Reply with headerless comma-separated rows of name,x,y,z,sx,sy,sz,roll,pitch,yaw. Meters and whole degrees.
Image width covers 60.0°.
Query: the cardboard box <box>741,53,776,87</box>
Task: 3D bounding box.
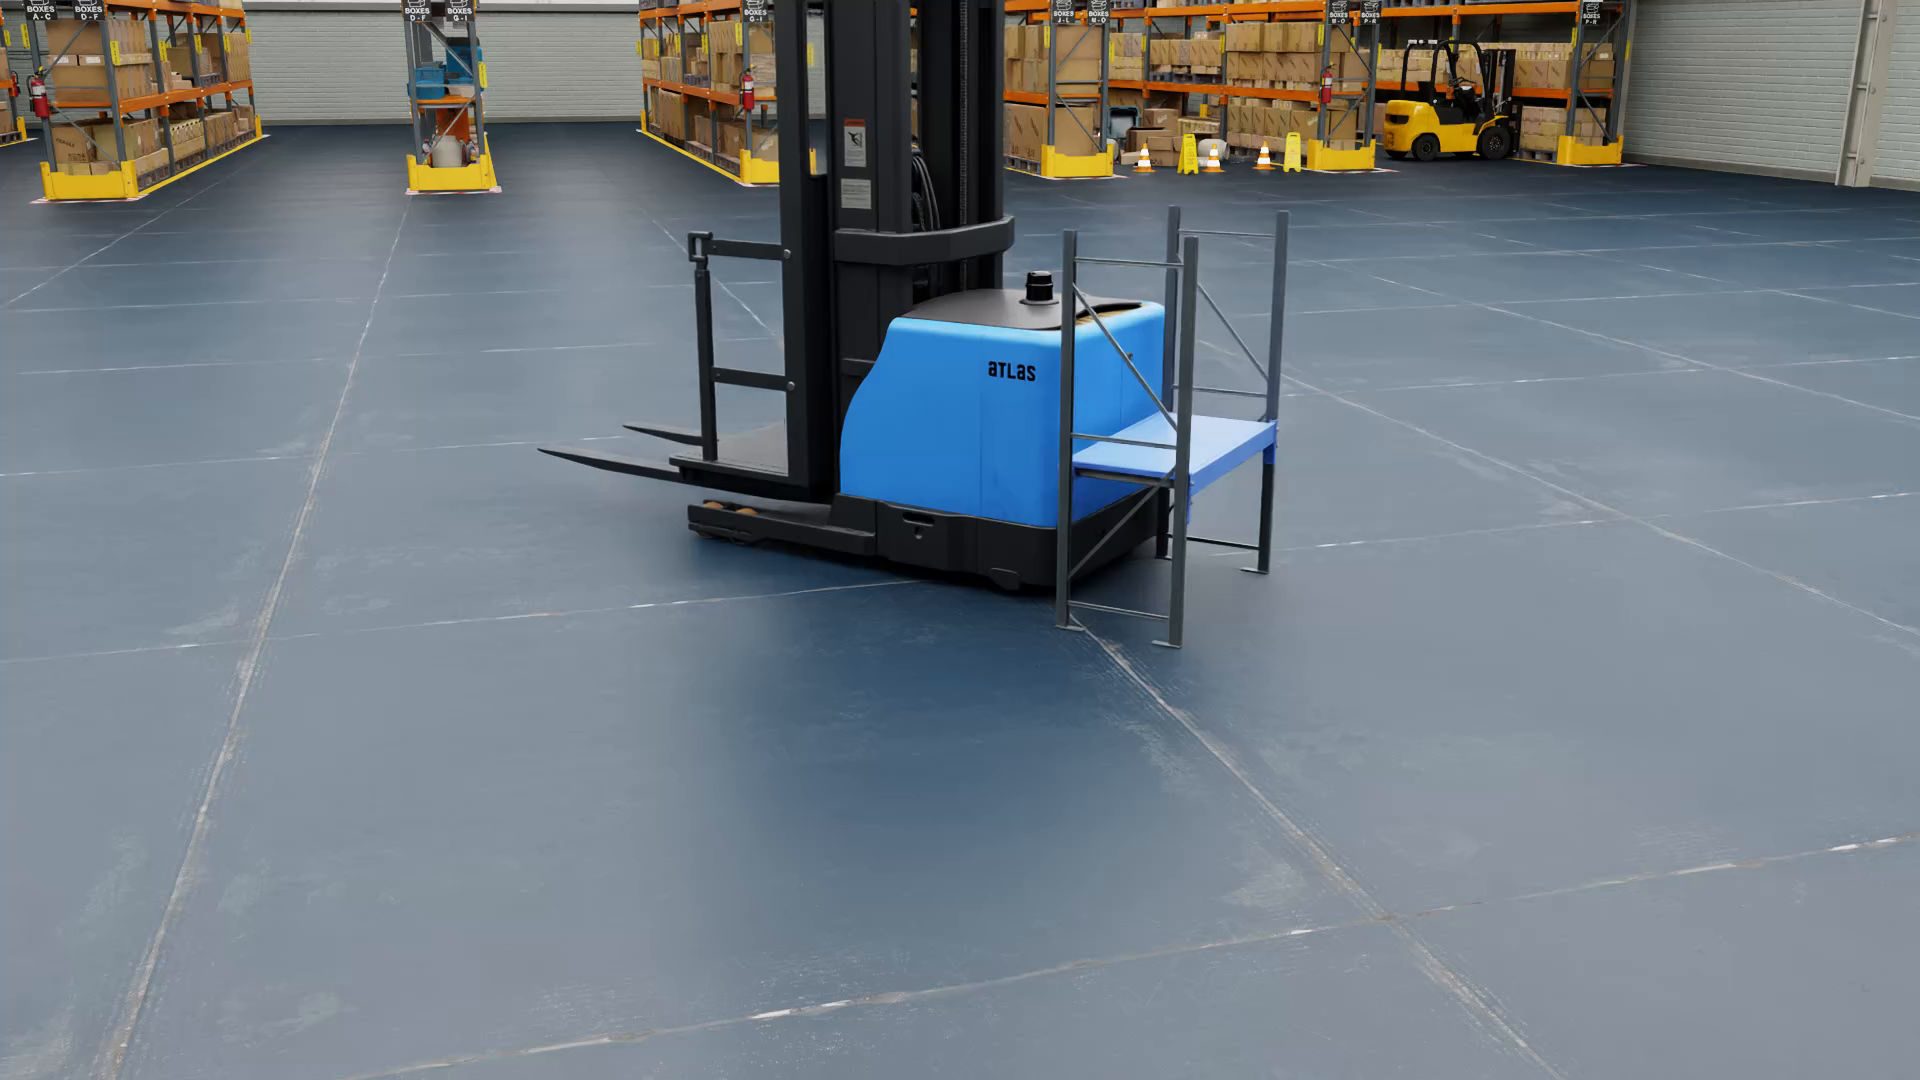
cardboard box,-2.989,-7.463,26.393,0.875,0.500,0.500,-5,17,-15

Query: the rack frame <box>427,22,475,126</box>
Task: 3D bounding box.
rack frame,-12.024,-11.153,39.366,1.000,3.000,0.127,-5,17,-15

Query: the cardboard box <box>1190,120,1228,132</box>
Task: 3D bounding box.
cardboard box,5.217,-8.294,33.689,0.950,0.372,0.625,-4,17,-12

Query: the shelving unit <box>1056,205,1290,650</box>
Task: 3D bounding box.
shelving unit,0.834,-0.482,6.450,0.538,1.500,1.048,9,19,27

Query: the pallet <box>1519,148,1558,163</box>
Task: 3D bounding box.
pallet,11.185,-7.168,30.949,1.003,0.211,1.213,-5,17,-15

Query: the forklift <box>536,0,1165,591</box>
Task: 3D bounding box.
forklift,-0.623,-1.496,7.336,3.031,2.935,1.130,10,19,30

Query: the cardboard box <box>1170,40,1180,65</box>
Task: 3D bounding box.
cardboard box,4.669,-10.074,34.353,0.500,0.500,0.500,-4,17,-14

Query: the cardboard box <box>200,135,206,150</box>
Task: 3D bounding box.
cardboard box,-14.210,-7.307,30.614,0.500,0.250,0.500,-4,17,-14

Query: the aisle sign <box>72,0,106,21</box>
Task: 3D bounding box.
aisle sign,-12.078,-7.587,22.978,0.394,0.787,0.004,-5,17,-15

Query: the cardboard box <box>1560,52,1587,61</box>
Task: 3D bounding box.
cardboard box,11.071,-8.728,29.992,0.380,0.149,0.250,-4,17,-14

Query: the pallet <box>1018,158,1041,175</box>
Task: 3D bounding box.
pallet,1.637,-6.362,28.265,1.003,0.211,1.213,-5,17,-15

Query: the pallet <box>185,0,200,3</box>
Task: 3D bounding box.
pallet,-14.316,-9.715,29.693,1.213,0.211,1.003,-4,17,-13

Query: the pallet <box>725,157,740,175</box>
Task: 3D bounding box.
pallet,-3.406,-6.368,28.286,1.003,0.211,1.213,-5,17,-15

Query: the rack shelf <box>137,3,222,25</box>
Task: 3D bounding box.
rack shelf,-15.138,-10.194,32.213,1.077,0.370,4.000,-5,17,-15

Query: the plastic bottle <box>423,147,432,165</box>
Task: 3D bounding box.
plastic bottle,-8.596,-6.178,26.776,0.152,0.276,0.135,-5,17,-15

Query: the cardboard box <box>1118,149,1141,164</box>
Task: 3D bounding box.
cardboard box,3.076,-6.950,30.127,0.396,0.266,0.258,-2,17,-6

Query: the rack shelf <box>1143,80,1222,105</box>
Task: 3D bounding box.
rack shelf,5.015,-9.217,34.173,1.077,0.370,4.000,-5,17,-15

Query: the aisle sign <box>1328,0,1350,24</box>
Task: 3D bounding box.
aisle sign,6.402,-9.107,28.037,0.394,0.787,0.004,-5,17,-15

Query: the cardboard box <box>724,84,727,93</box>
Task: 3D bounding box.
cardboard box,-3.769,-7.607,28.001,0.380,0.149,0.250,-5,17,-15

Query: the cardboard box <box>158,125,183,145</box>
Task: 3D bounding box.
cardboard box,-13.496,-6.868,28.178,0.500,0.311,0.500,-5,17,-16

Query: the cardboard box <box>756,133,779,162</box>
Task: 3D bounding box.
cardboard box,-3.020,-6.296,26.815,0.500,0.500,0.500,-1,17,-5

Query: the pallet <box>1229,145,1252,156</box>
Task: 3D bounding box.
pallet,5.783,-7.490,32.020,1.003,0.211,1.213,-5,17,-15

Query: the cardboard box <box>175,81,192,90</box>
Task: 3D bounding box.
cardboard box,-14.076,-8.202,29.980,0.380,0.149,0.250,-5,17,-15

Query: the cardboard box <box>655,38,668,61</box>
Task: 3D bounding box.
cardboard box,-6.546,-10.974,37.210,0.500,0.500,0.500,-4,17,-14

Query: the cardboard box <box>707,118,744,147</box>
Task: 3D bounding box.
cardboard box,-4.379,-7.698,31.446,0.700,0.500,0.500,-6,18,-20

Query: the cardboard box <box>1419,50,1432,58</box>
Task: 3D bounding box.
cardboard box,9.724,-10.041,34.365,0.380,0.149,0.250,-5,18,-17

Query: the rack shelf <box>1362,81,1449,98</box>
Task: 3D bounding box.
rack shelf,9.787,-9.611,35.483,1.077,0.370,4.000,-5,17,-15

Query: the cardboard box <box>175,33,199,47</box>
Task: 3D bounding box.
cardboard box,-16.076,-10.302,34.622,0.500,0.500,0.500,-5,17,-15

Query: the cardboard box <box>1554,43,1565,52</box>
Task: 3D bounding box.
cardboard box,11.037,-8.945,30.197,0.380,0.149,0.250,-5,17,-15

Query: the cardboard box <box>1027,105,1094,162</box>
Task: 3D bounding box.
cardboard box,1.683,-6.849,28.001,0.875,0.875,0.875,-5,17,-15

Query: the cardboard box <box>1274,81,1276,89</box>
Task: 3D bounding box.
cardboard box,5.954,-8.293,30.281,0.380,0.149,0.250,-5,17,-15

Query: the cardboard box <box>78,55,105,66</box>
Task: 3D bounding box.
cardboard box,-12.291,-6.820,23.642,0.380,0.149,0.250,-5,17,-16

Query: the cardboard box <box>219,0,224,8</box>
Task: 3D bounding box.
cardboard box,-15.584,-11.174,34.485,0.500,0.250,0.500,-5,17,-15

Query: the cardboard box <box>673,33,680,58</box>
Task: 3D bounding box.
cardboard box,-5.615,-10.429,35.038,0.797,0.503,0.637,-4,17,-13

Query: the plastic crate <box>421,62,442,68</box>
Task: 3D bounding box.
plastic crate,-9.675,-8.499,30.421,0.402,0.464,0.583,-5,17,-15

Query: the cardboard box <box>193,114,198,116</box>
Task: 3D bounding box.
cardboard box,-15.502,-8.231,33.219,0.500,0.500,0.500,-4,17,-15

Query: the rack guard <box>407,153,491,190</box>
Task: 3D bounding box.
rack guard,-7.693,-5.547,25.050,1.175,0.500,0.348,-5,17,-15

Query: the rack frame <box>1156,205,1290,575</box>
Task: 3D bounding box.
rack frame,1.074,-0.611,6.879,0.500,1.500,0.032,9,19,27

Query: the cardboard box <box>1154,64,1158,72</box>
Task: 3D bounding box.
cardboard box,4.376,-10.091,35.539,0.380,0.149,0.250,-6,18,-18

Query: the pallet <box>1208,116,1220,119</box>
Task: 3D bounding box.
pallet,7.279,-11.144,44.185,1.003,0.211,1.213,-5,17,-15

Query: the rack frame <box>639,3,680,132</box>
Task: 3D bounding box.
rack frame,-7.261,-11.544,40.670,1.000,3.000,0.127,-5,17,-15

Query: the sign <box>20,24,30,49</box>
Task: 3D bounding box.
sign,-12.916,-6.965,23.001,0.100,0.325,0.005,-5,17,-15

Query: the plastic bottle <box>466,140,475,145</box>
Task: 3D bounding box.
plastic bottle,-8.272,-6.620,28.116,0.144,0.351,0.185,-5,17,-17

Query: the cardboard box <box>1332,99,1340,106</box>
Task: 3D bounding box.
cardboard box,8.753,-10.013,38.058,0.380,0.149,0.250,-6,18,-18

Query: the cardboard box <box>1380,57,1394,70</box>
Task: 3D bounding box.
cardboard box,9.387,-10.249,35.750,0.500,0.250,0.500,-5,17,-17

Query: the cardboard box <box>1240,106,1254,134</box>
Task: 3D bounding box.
cardboard box,5.626,-7.920,31.351,0.500,0.500,0.500,-4,17,-13

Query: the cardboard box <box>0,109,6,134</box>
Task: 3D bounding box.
cardboard box,-21.123,-9.049,35.979,0.700,0.500,0.500,-5,17,-15

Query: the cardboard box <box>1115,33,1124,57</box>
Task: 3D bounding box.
cardboard box,3.793,-11.043,37.090,0.500,0.500,0.500,-5,17,-15

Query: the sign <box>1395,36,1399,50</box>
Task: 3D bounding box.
sign,9.770,-11.108,37.204,0.100,0.325,0.005,-5,17,-15

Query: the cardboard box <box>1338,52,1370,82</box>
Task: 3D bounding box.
cardboard box,6.801,-8.245,28.996,0.500,0.500,0.500,-5,17,-16

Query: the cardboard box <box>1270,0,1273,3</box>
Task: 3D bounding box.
cardboard box,5.838,-9.792,30.058,0.380,0.149,0.250,-5,17,-15

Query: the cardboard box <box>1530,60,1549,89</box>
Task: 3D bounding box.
cardboard box,10.914,-8.603,30.704,0.500,0.500,0.500,-4,17,-14

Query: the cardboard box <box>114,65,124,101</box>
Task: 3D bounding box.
cardboard box,-12.655,-6.659,24.233,0.700,0.500,0.500,-4,17,-14

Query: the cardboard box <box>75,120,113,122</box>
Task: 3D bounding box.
cardboard box,-13.388,-6.257,25.813,0.500,0.500,0.500,-5,17,-15
